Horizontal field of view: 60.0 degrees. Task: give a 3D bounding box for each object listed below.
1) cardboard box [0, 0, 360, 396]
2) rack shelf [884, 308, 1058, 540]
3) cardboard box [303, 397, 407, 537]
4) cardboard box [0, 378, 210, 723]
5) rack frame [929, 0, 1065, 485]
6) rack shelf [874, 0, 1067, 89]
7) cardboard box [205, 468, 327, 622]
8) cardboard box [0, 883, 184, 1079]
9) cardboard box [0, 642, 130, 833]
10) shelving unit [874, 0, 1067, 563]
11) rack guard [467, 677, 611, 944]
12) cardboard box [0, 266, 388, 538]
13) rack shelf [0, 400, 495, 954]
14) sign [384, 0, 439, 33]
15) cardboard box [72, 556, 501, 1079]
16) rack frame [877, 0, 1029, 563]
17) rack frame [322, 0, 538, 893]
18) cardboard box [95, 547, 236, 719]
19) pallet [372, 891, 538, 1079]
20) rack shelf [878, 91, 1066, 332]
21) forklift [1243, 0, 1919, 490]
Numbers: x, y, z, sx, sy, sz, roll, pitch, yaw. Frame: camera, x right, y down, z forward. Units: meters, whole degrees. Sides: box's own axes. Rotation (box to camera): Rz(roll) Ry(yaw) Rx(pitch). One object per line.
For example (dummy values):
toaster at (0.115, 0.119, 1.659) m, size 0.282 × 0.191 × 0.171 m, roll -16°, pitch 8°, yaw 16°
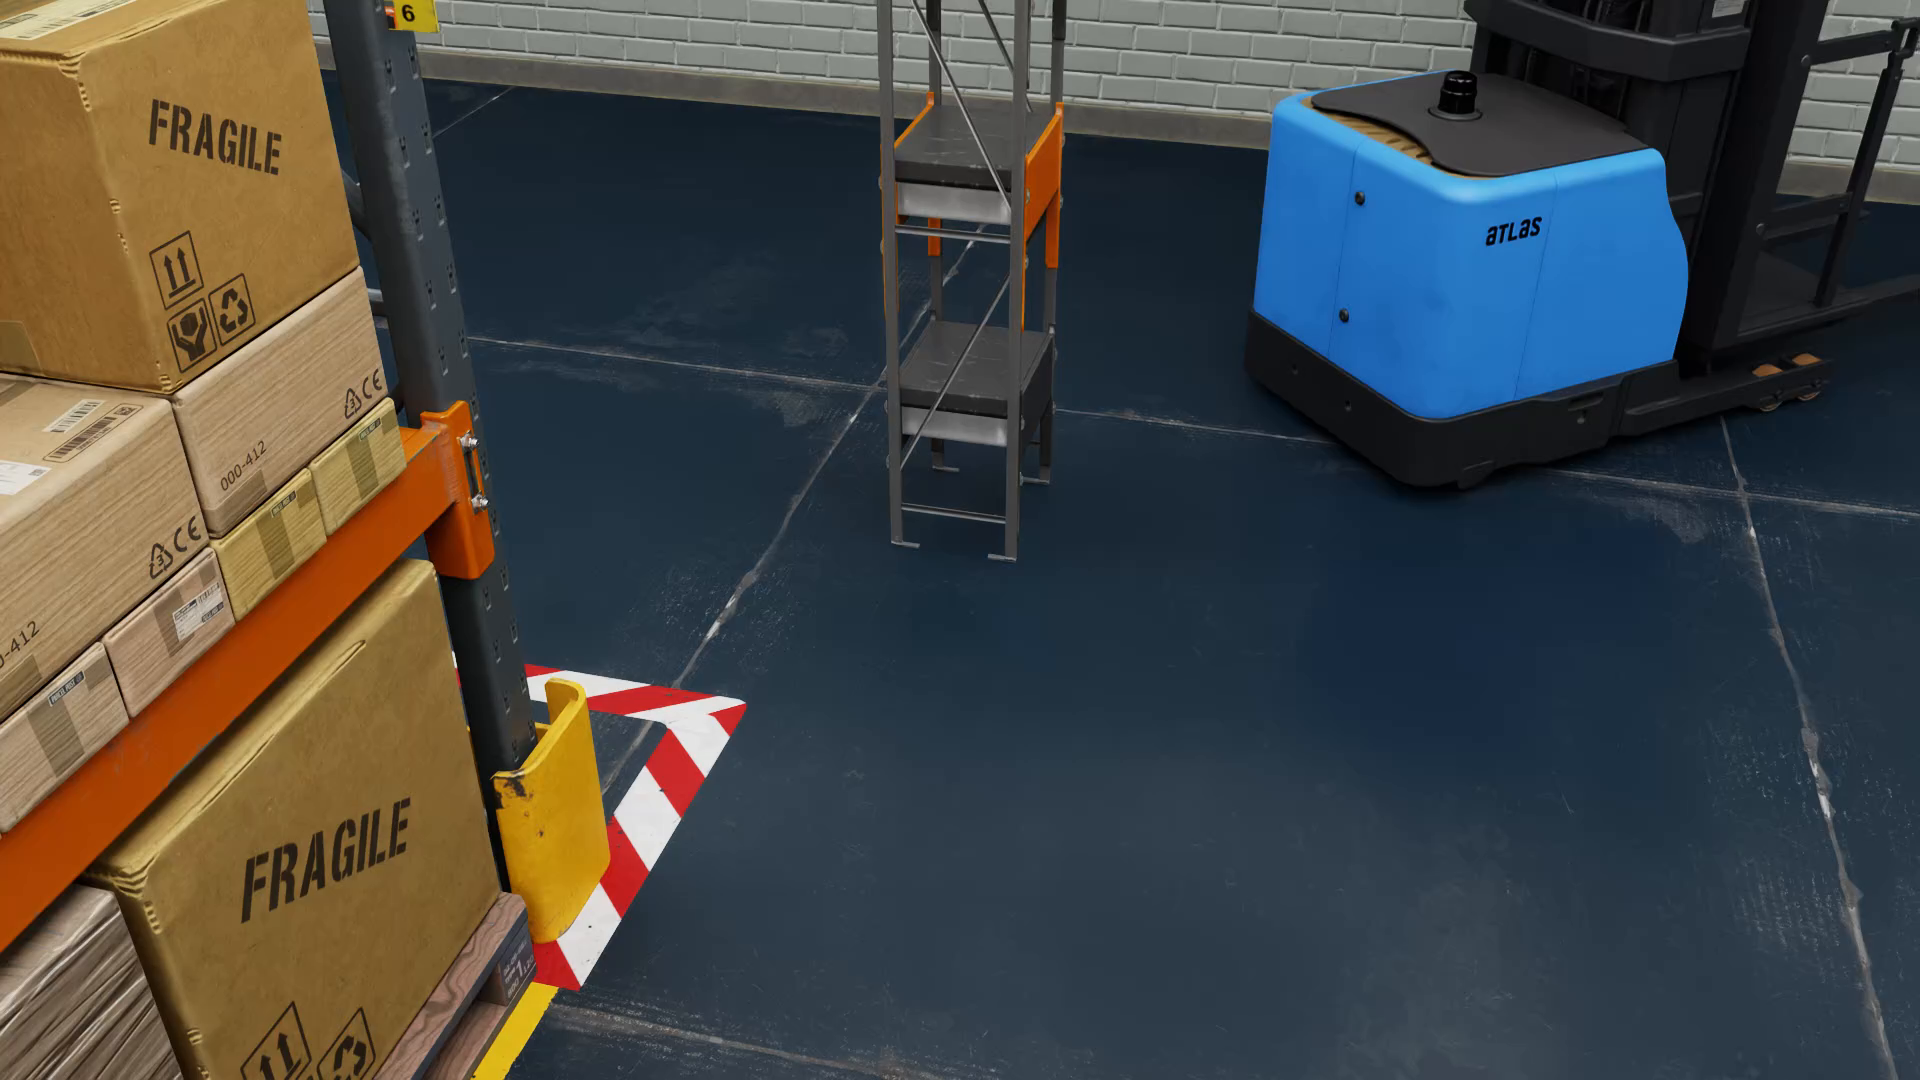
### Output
cardboard box at (-1.317, -0.581, 2.531) m, size 0.500 × 0.500 × 0.500 m, roll 8°, pitch 33°, yaw 13°
rack shelf at (0.042, -0.370, 5.205) m, size 0.431 × 0.518 × 0.480 m, roll 8°, pitch 33°, yaw 12°
cardboard box at (-1.219, -0.155, 2.932) m, size 0.380 × 0.149 × 0.250 m, roll 9°, pitch 33°, yaw 13°
cardboard box at (-1.443, -0.002, 2.320) m, size 0.500 × 0.250 × 0.500 m, roll 7°, pitch 33°, yaw 12°
rack frame at (0.104, -1.099, 5.021) m, size 0.400 × 2.100 × 0.015 m, roll 8°, pitch 33°, yaw 12°
rack shelf at (0.042, -1.551, 4.454) m, size 0.431 × 0.518 × 0.480 m, roll 8°, pitch 33°, yaw 12°
cardboard box at (-1.284, -0.020, 2.720) m, size 0.380 × 0.149 × 0.250 m, roll 8°, pitch 33°, yaw 13°
cardboard box at (-1.763, 1.044, 2.401) m, size 0.875 × 0.875 × 0.875 m, roll 8°, pitch 33°, yaw 12°
cardboard box at (-1.413, 0.240, 2.311) m, size 0.380 × 0.149 × 0.250 m, roll 9°, pitch 33°, yaw 13°
shelving unit at (0.042, -0.972, 4.822) m, size 0.431 × 2.100 × 0.503 m, roll 8°, pitch 33°, yaw 12°
rack guard at (-1.441, 0.552, 3.916) m, size 1.175 × 0.500 × 0.348 m, roll 8°, pitch 33°, yaw 12°
cardboard box at (-1.314, -0.266, 2.734) m, size 0.500 × 0.250 × 0.500 m, roll 7°, pitch 33°, yaw 12°
rack shelf at (-1.955, 0.851, 1.787) m, size 1.077 × 0.370 × 4.000 m, roll 8°, pitch 33°, yaw 12°
sign at (-0.926, -0.998, 2.724) m, size 0.100 × 0.325 × 0.005 m, roll 8°, pitch 33°, yaw 12°
cardboard box at (-1.532, 0.572, 3.144) m, size 0.875 × 0.875 × 0.875 m, roll 8°, pitch 33°, yaw 12°
rack frame at (-0.020, -0.845, 4.623) m, size 0.400 × 2.100 × 0.015 m, roll 8°, pitch 33°, yaw 12°
rack frame at (-1.447, -0.491, 3.226) m, size 1.000 × 3.000 × 0.127 m, roll 8°, pitch 33°, yaw 12°
cardboard box at (-1.349, 0.111, 2.514) m, size 0.380 × 0.149 × 0.250 m, roll 8°, pitch 33°, yaw 12°
pallet at (-1.575, 1.112, 3.305) m, size 1.003 × 0.211 × 1.213 m, roll 8°, pitch 33°, yaw 12°
rack shelf at (0.042, -0.960, 4.829) m, size 0.431 × 0.518 × 0.480 m, roll 8°, pitch 33°, yaw 12°
forklift at (2.595, -1.938, 5.566) m, size 3.031 × 2.935 × 1.130 m, roll -15°, pitch 35°, yaw -22°
